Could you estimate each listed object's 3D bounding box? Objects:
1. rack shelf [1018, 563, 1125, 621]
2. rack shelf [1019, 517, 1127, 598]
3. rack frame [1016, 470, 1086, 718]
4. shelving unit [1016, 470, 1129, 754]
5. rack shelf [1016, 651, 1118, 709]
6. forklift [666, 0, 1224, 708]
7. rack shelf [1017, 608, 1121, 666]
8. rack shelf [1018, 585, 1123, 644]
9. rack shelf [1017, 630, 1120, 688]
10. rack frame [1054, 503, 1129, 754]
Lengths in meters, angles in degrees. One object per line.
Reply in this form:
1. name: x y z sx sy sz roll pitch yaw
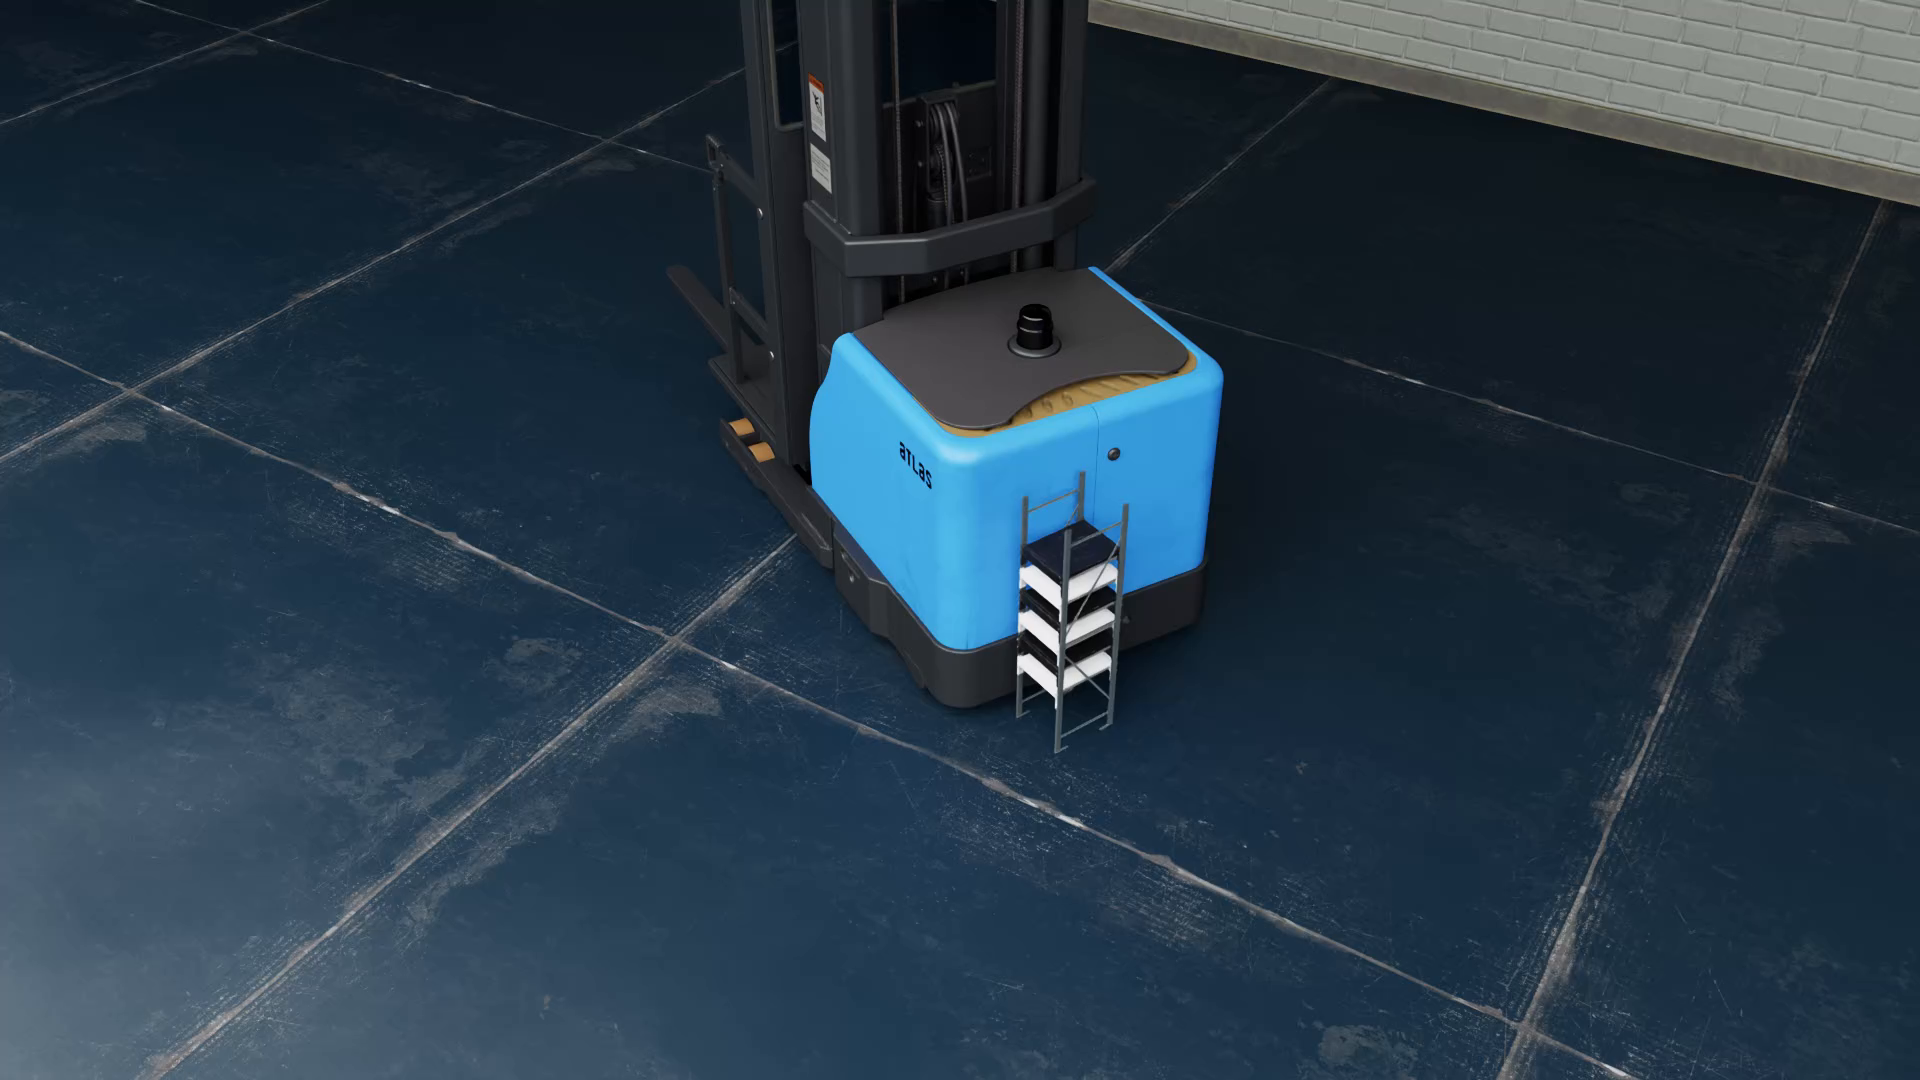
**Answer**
1. rack shelf: 0.343 0.123 5.113 0.258 0.077 0.200 -24 44 -28
2. rack shelf: 0.343 0.052 5.058 0.258 0.077 0.200 -24 44 -28
3. rack frame: 0.283 0.189 5.268 0.240 0.900 0.006 -24 44 -28
4. shelving unit: 0.343 0.239 5.203 0.258 0.900 0.210 -24 44 -28
5. rack shelf: 0.343 0.408 5.333 0.258 0.077 0.200 -24 44 -28
6. forklift: -0.301 -1.497 5.791 1.130 2.935 3.031 -18 41 -22
7. rack shelf: 0.343 0.265 5.223 0.258 0.077 0.200 -24 44 -28
8. rack shelf: 0.343 0.194 5.168 0.258 0.077 0.200 -24 44 -28
9. rack shelf: 0.343 0.337 5.278 0.258 0.077 0.200 -24 44 -28
10. rack frame: 0.402 0.289 5.138 0.240 0.900 0.006 -24 44 -28
